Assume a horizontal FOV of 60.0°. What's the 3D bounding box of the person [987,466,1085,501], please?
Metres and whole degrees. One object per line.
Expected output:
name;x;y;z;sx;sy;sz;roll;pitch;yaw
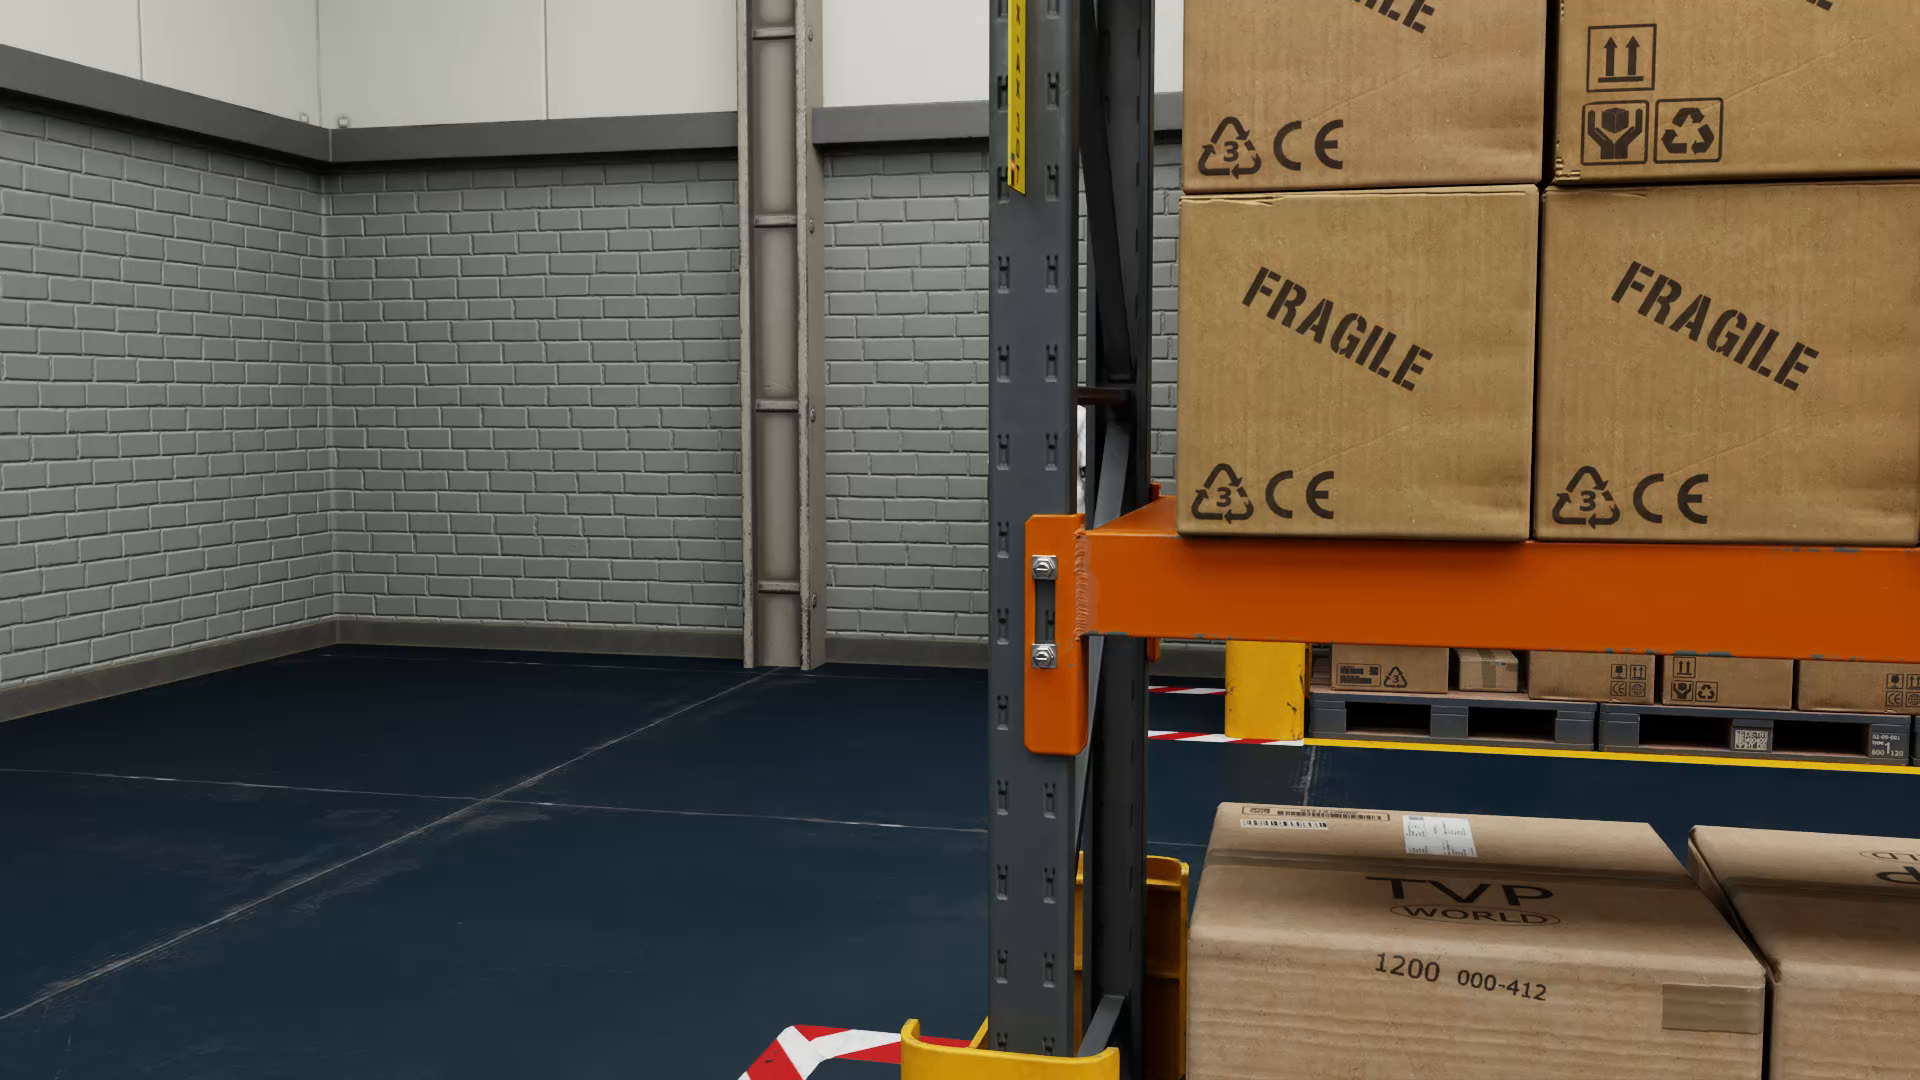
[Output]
person;0.447;-0.088;8.332;0.625;1.661;0.357;2;5;20
